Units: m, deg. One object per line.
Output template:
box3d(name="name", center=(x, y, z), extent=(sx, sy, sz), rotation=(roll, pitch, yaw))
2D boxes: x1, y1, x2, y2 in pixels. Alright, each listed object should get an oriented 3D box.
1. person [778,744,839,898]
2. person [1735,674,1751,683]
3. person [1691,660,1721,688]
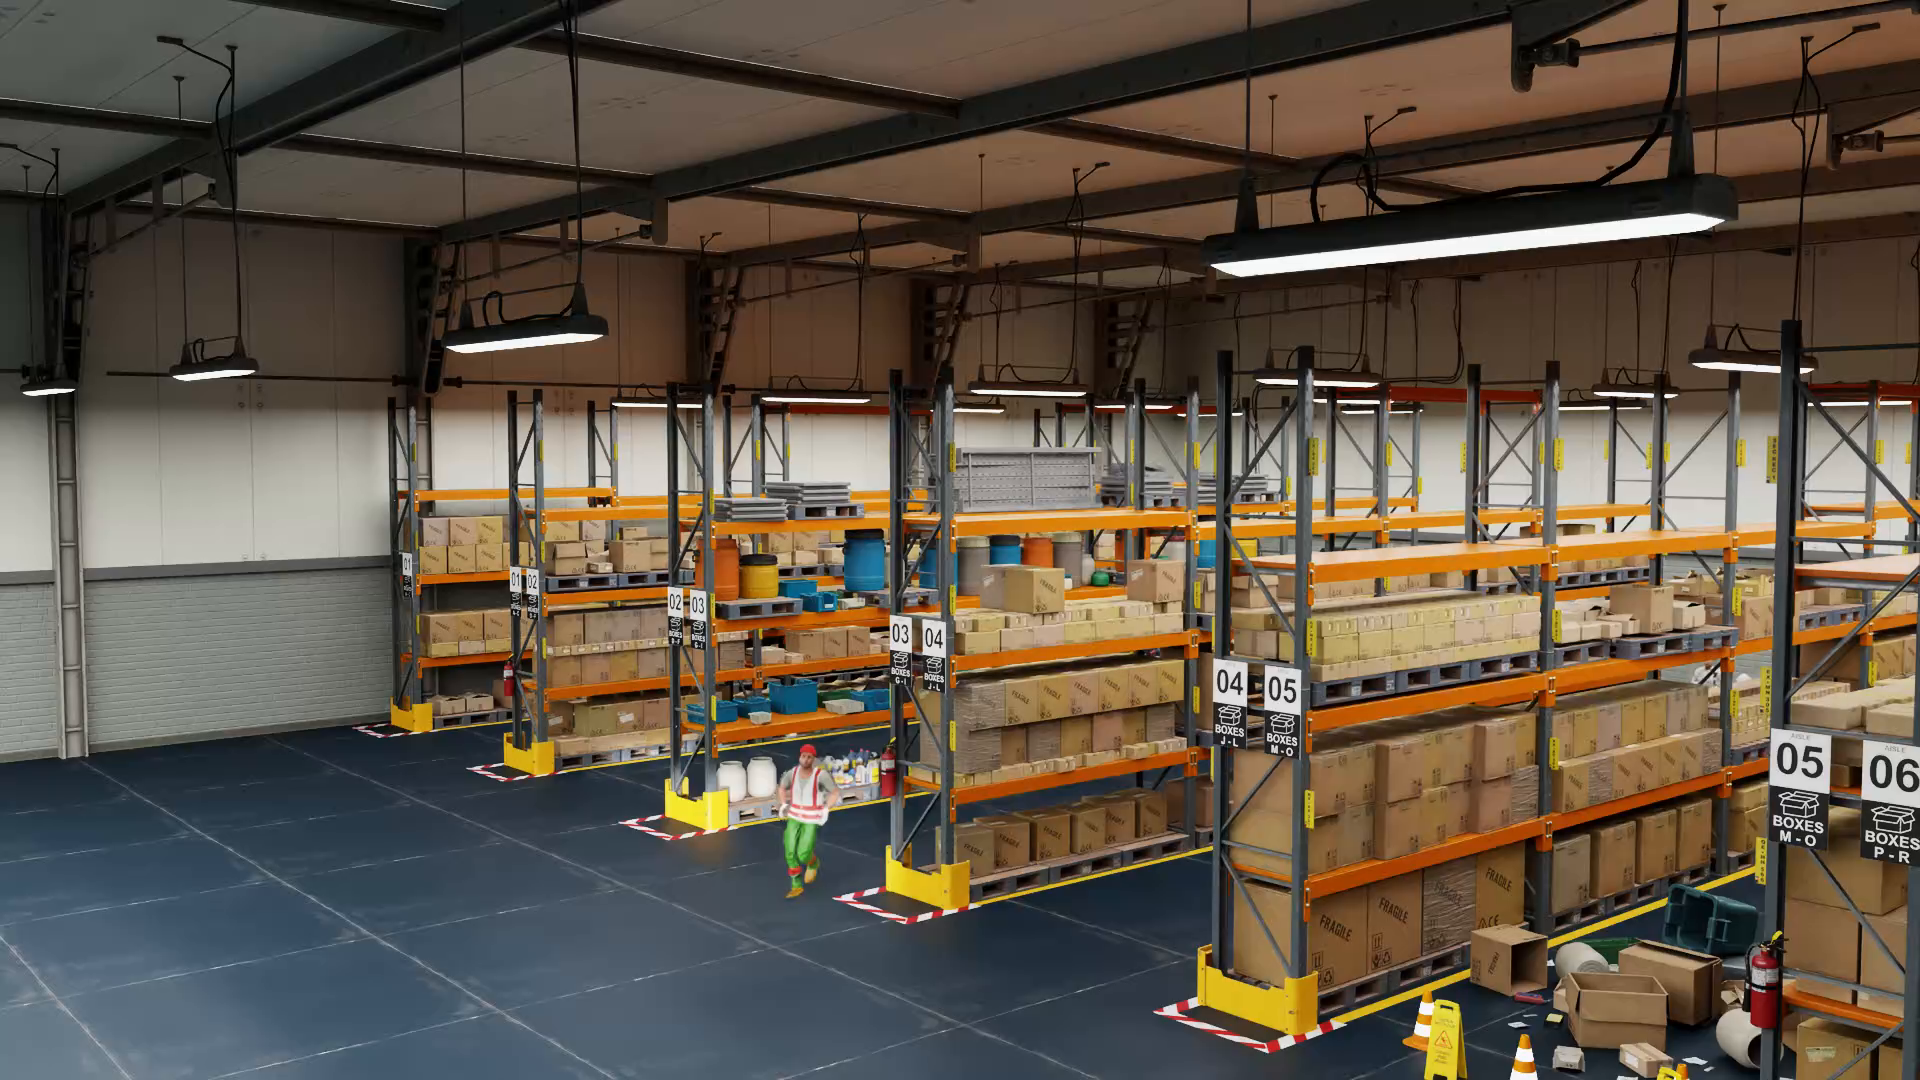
box3d(name="person", center=(-1.763, 3.199, 19.017), extent=(0.706, 1.754, 0.607), rotation=(1, 4, 19))
box3d(name="person", center=(12.114, 2.871, 25.375), extent=(1.025, 1.722, 0.744), rotation=(-3, 4, -39))
box3d(name="person", center=(12.466, 2.698, 27.645), extent=(0.622, 1.726, 0.777), rotation=(2, 4, 30))
